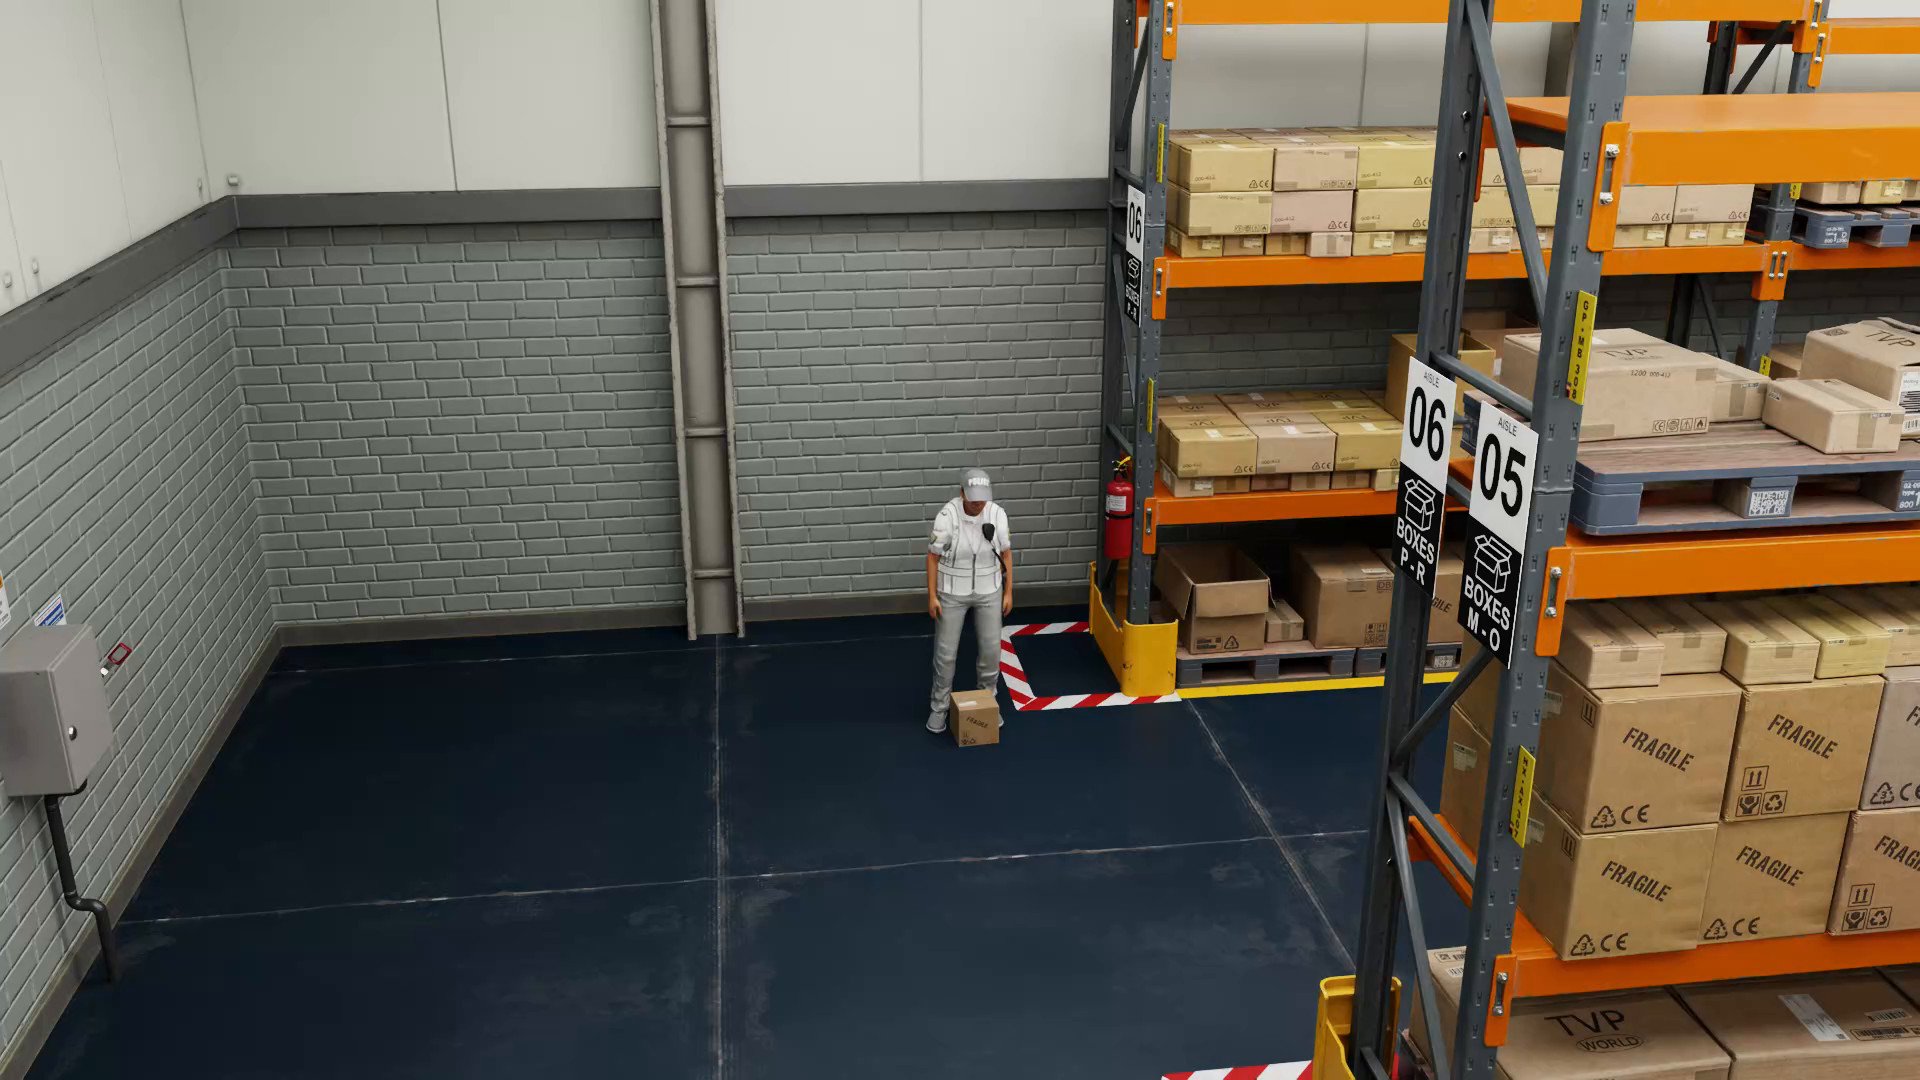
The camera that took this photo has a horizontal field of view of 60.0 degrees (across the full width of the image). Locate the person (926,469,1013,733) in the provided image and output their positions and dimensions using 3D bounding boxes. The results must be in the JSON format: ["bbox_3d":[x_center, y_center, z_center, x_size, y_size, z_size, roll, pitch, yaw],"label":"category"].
[{"bbox_3d":[0.054,0.349,10.113,0.553,1.666,0.471,-3,20,-9],"label":"person"}]
